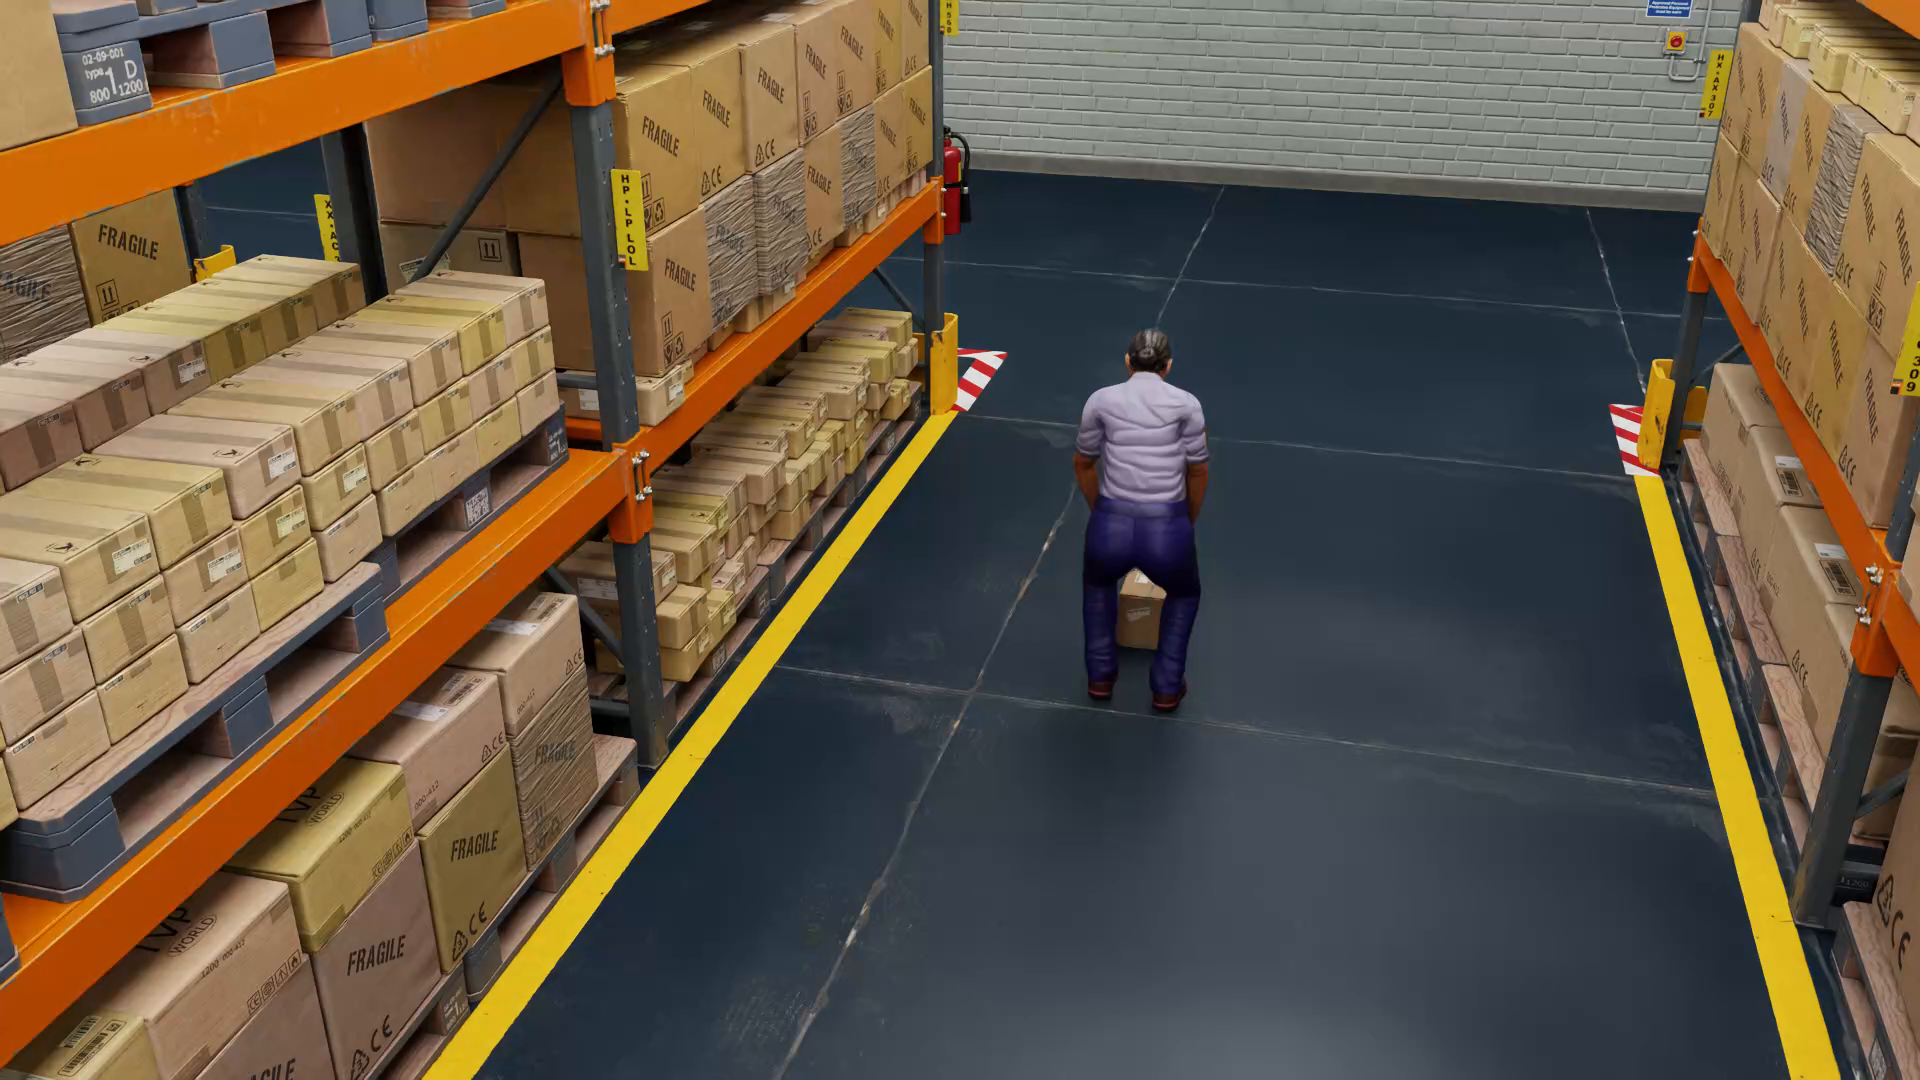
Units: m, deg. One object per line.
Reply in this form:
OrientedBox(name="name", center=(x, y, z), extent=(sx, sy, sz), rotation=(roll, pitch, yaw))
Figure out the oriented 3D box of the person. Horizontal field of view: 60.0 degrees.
OrientedBox(name="person", center=(0.687, -0.064, 6.486), extent=(0.528, 1.468, 0.520), rotation=(7, 26, 14))
